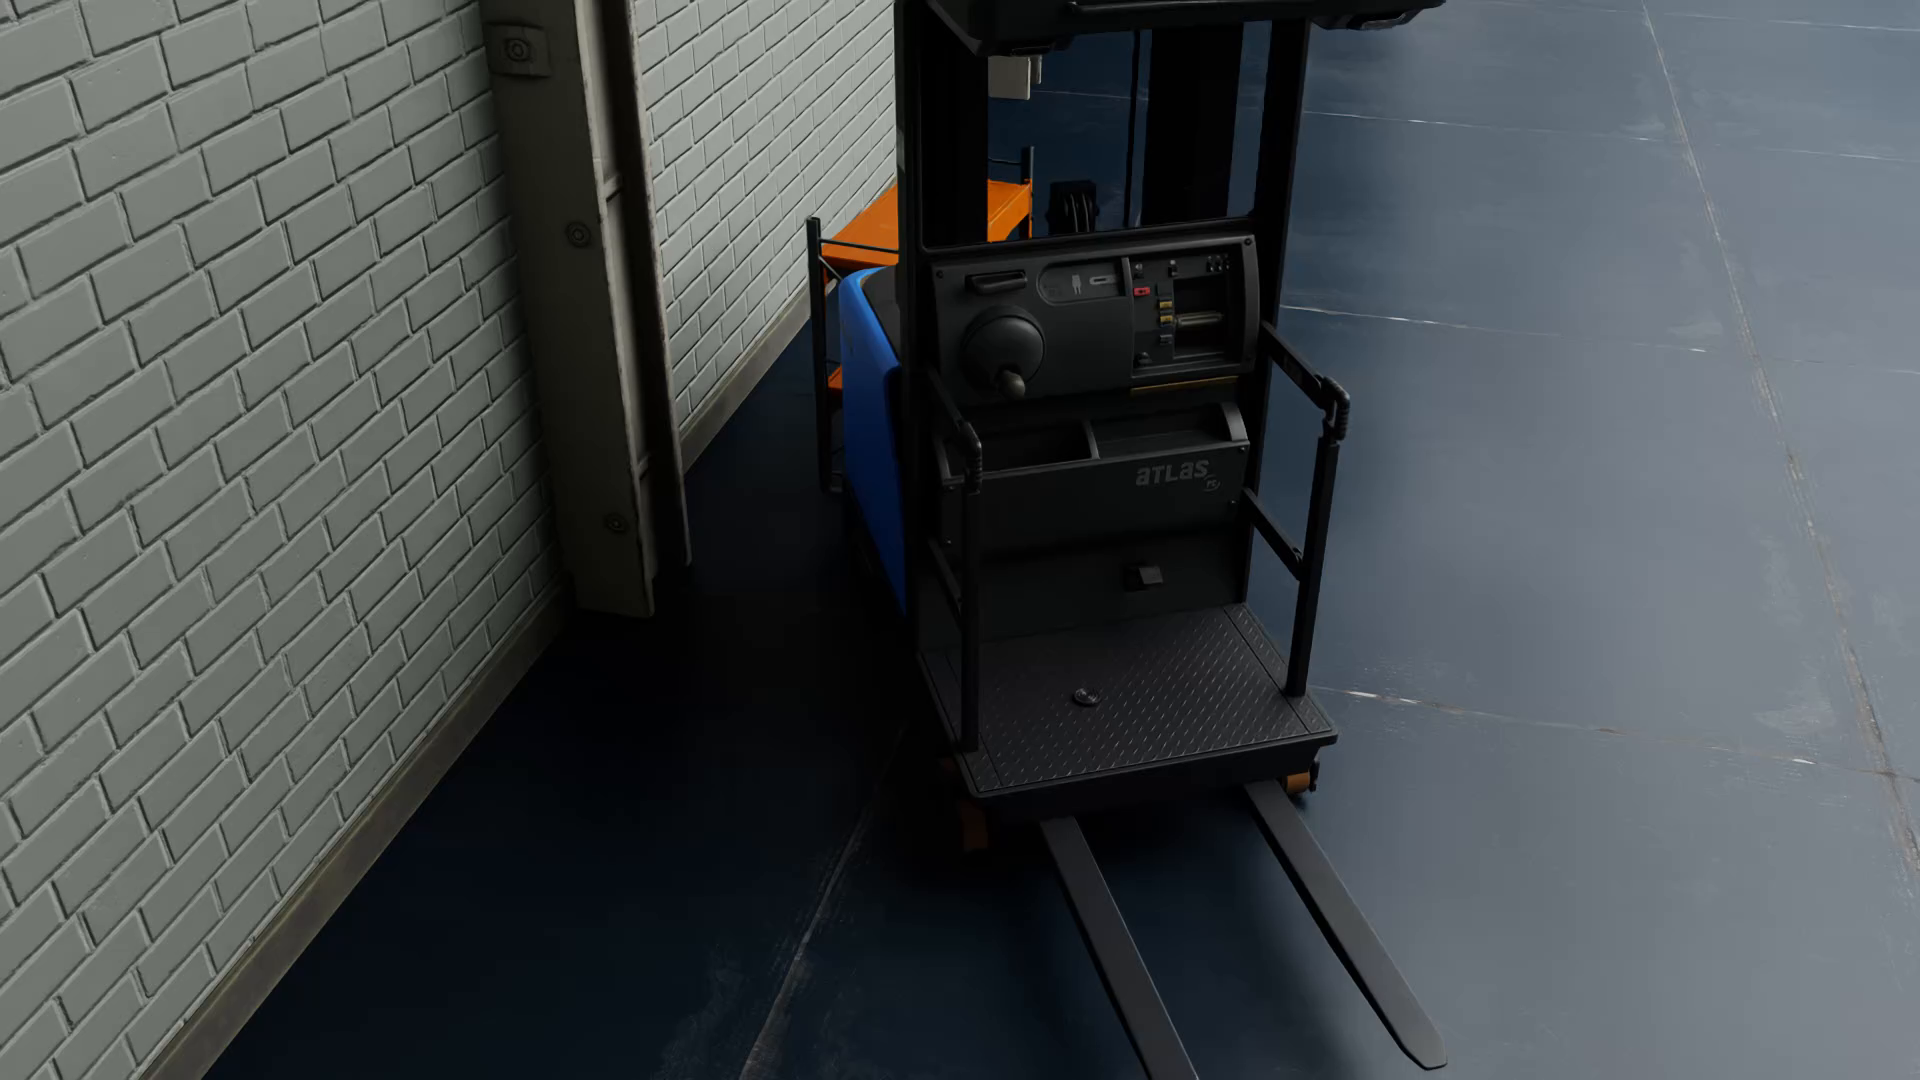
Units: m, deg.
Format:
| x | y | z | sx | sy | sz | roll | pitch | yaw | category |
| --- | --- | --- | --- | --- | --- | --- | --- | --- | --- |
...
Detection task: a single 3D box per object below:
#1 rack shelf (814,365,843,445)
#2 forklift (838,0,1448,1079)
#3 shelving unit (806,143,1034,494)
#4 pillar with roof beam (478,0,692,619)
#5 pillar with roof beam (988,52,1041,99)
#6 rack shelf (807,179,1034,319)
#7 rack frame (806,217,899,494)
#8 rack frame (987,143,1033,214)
| x | y | z | sx | sy | sz | roll | pitch | yaw | category |
| --- | --- | --- | --- | --- | --- | --- | --- | --- | --- |
| -0.130 | -0.682 | 6.730 | 0.538 | 0.278 | 1.000 | 12 | 34 | 18 | rack shelf |
| 0.437 | -0.559 | 4.397 | 1.130 | 2.935 | 3.031 | -8 | 33 | -12 | forklift |
| -0.130 | -0.888 | 6.599 | 0.538 | 1.125 | 1.048 | 12 | 34 | 18 | shelving unit |
| 2.978 | -3.060 | 2.675 | 9.100 | 9.000 | 0.400 | 8 | 33 | 12 | pillar with roof beam |
| 4.501 | -6.173 | 7.573 | 9.100 | 9.000 | 0.400 | 8 | 33 | 12 | pillar with roof beam |
| -0.130 | -1.135 | 6.442 | 0.538 | 0.278 | 1.000 | 12 | 34 | 18 | rack shelf |
| -0.314 | -0.634 | 6.199 | 0.500 | 1.125 | 0.032 | 12 | 34 | 18 | rack frame |
| 0.054 | -1.143 | 6.999 | 0.500 | 1.125 | 0.032 | 12 | 34 | 18 | rack frame |
